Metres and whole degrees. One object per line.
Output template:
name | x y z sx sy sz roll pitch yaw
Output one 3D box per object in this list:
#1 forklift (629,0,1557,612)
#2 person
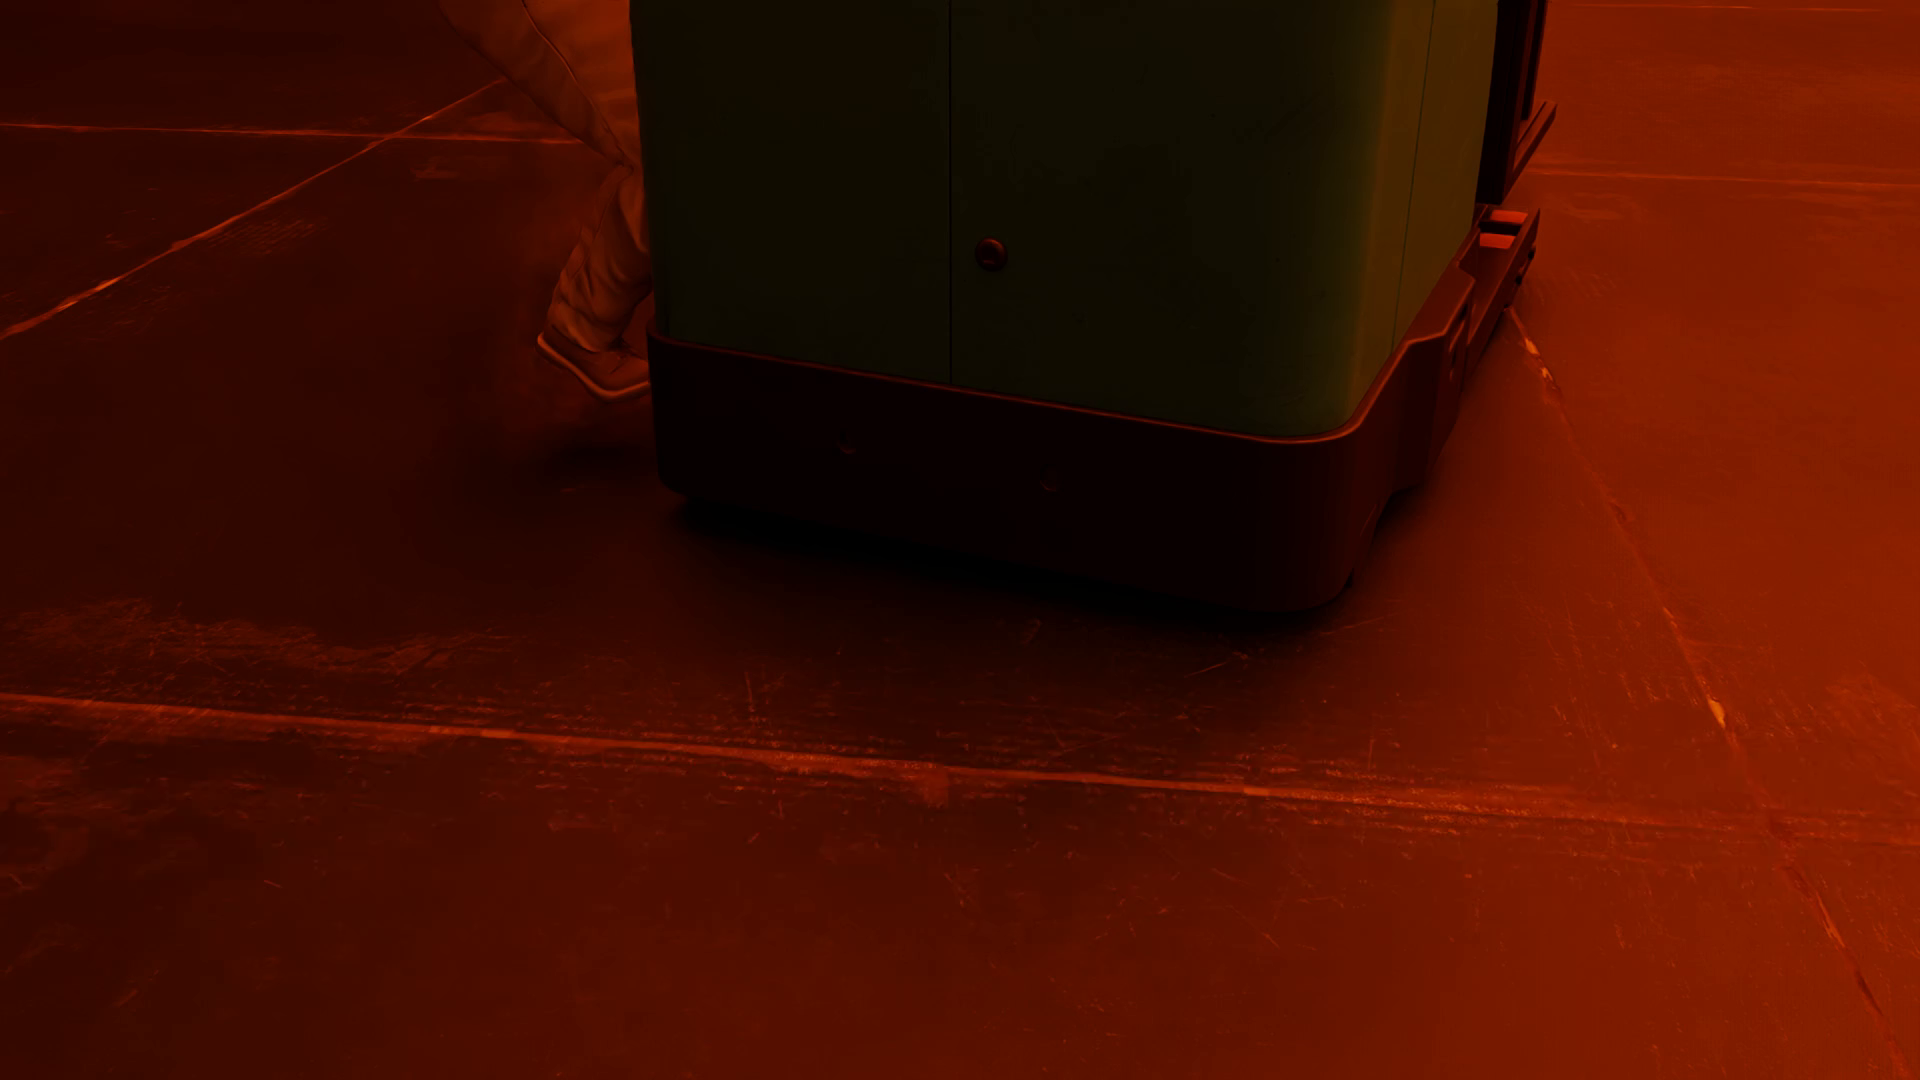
forklift | 0.606 -1.849 2.924 1.130 2.935 3.031 11 29 22
person | -0.487 -0.976 2.615 0.676 1.519 0.890 9 28 17
